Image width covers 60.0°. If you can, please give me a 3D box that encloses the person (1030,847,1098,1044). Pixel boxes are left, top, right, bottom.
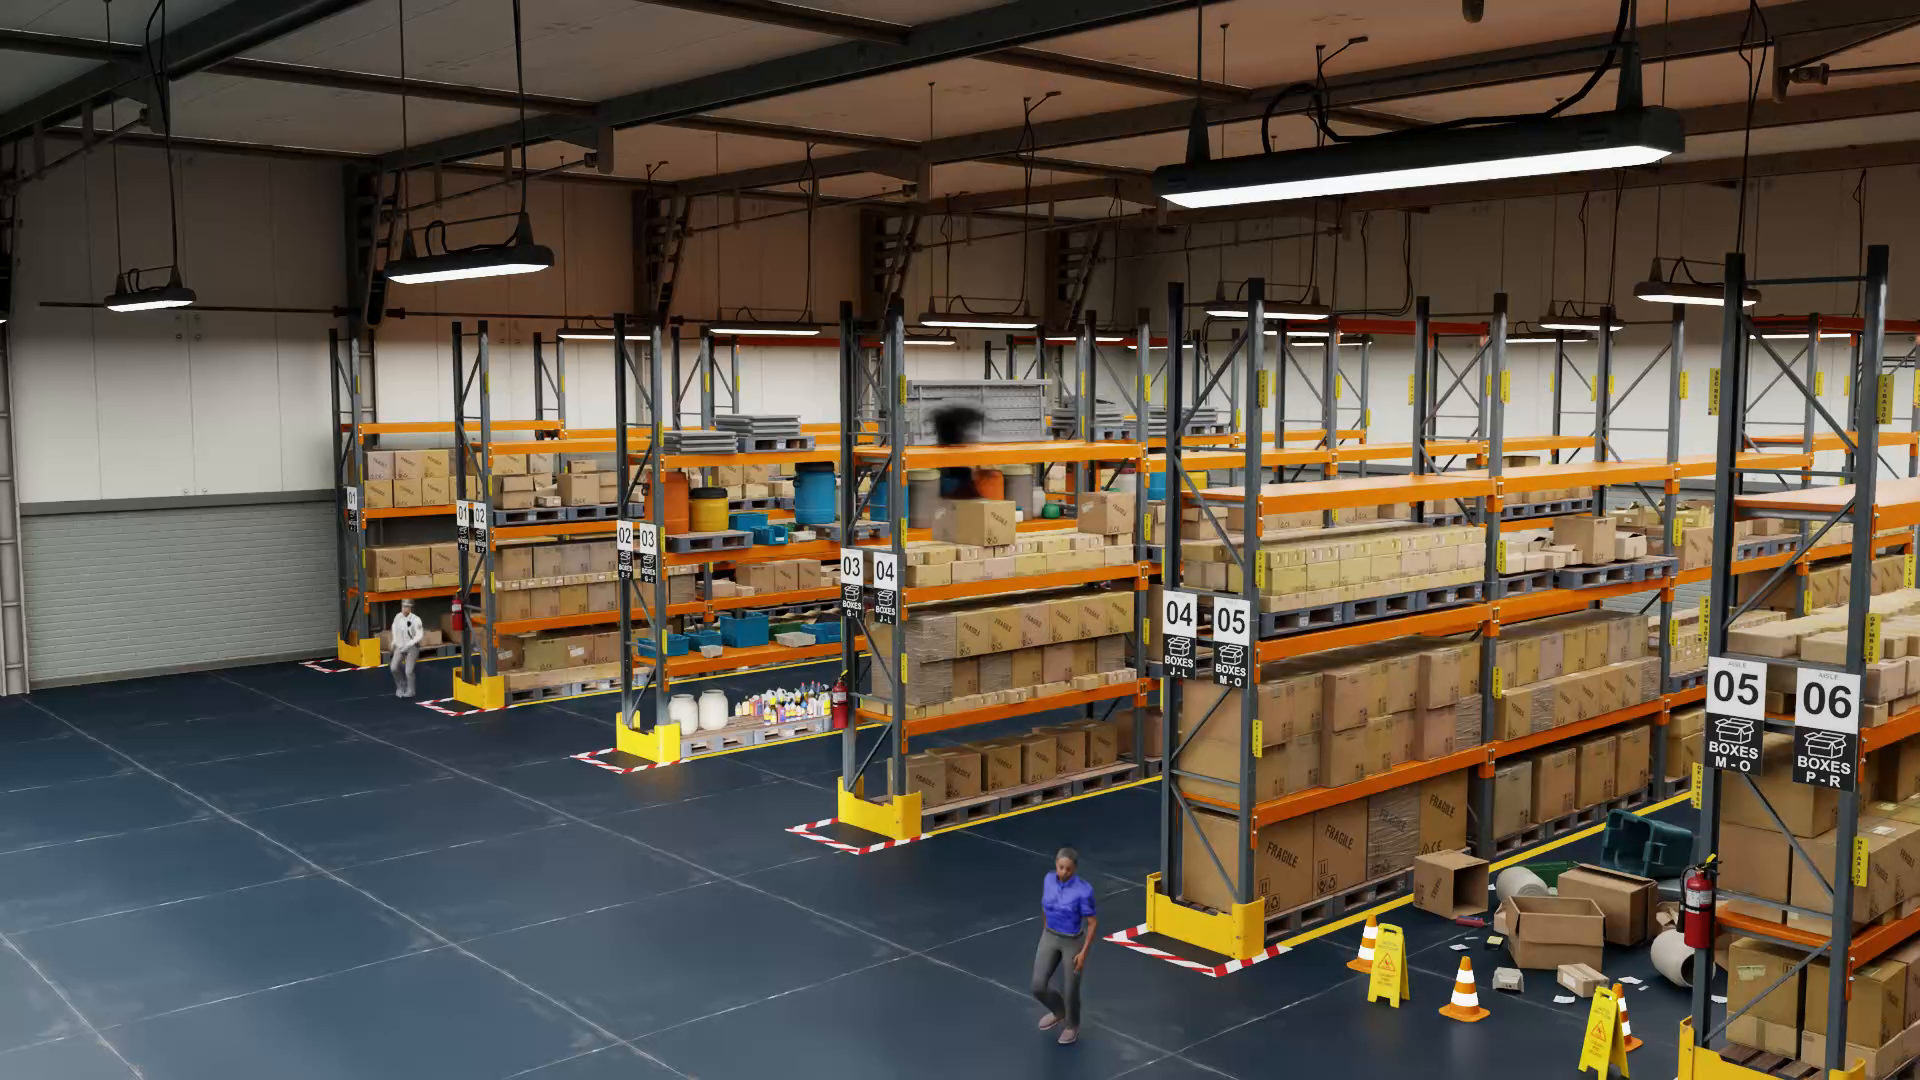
[{"bbox_3d":[0.802,3.110,12.754,0.573,1.611,0.607,3,6,26],"label":"person"}]

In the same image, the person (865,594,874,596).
[{"bbox_3d":[-1.926,0.979,35.409,0.609,1.373,0.960,2,6,24],"label":"person"}]

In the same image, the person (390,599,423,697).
[{"bbox_3d":[-8.876,1.735,26.638,0.616,1.640,0.619,1,6,10],"label":"person"}]
